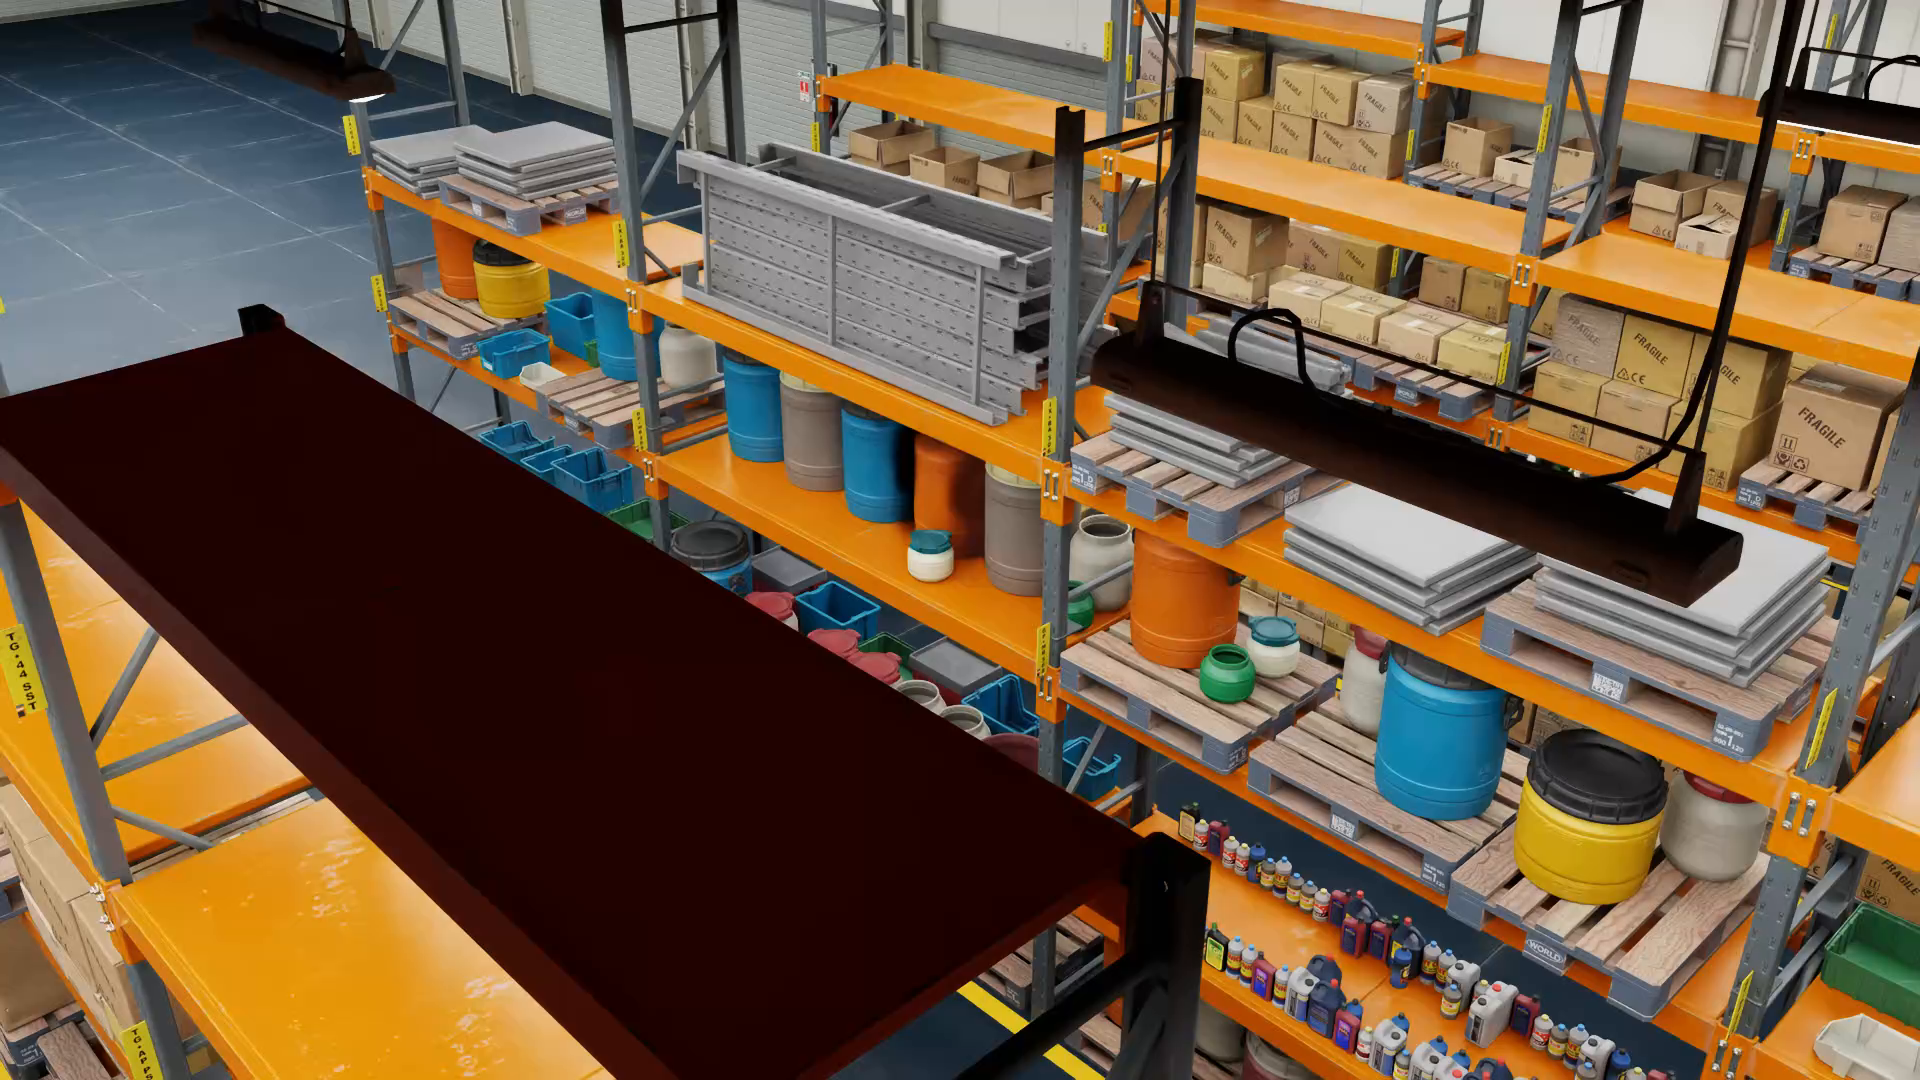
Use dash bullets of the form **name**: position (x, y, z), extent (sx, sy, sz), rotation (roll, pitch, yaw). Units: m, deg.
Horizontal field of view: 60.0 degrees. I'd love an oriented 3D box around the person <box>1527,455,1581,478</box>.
- **person**: position (5.985, -0.810, 16.604), extent (0.549, 1.674, 0.885), rotation (4, 28, 8)
